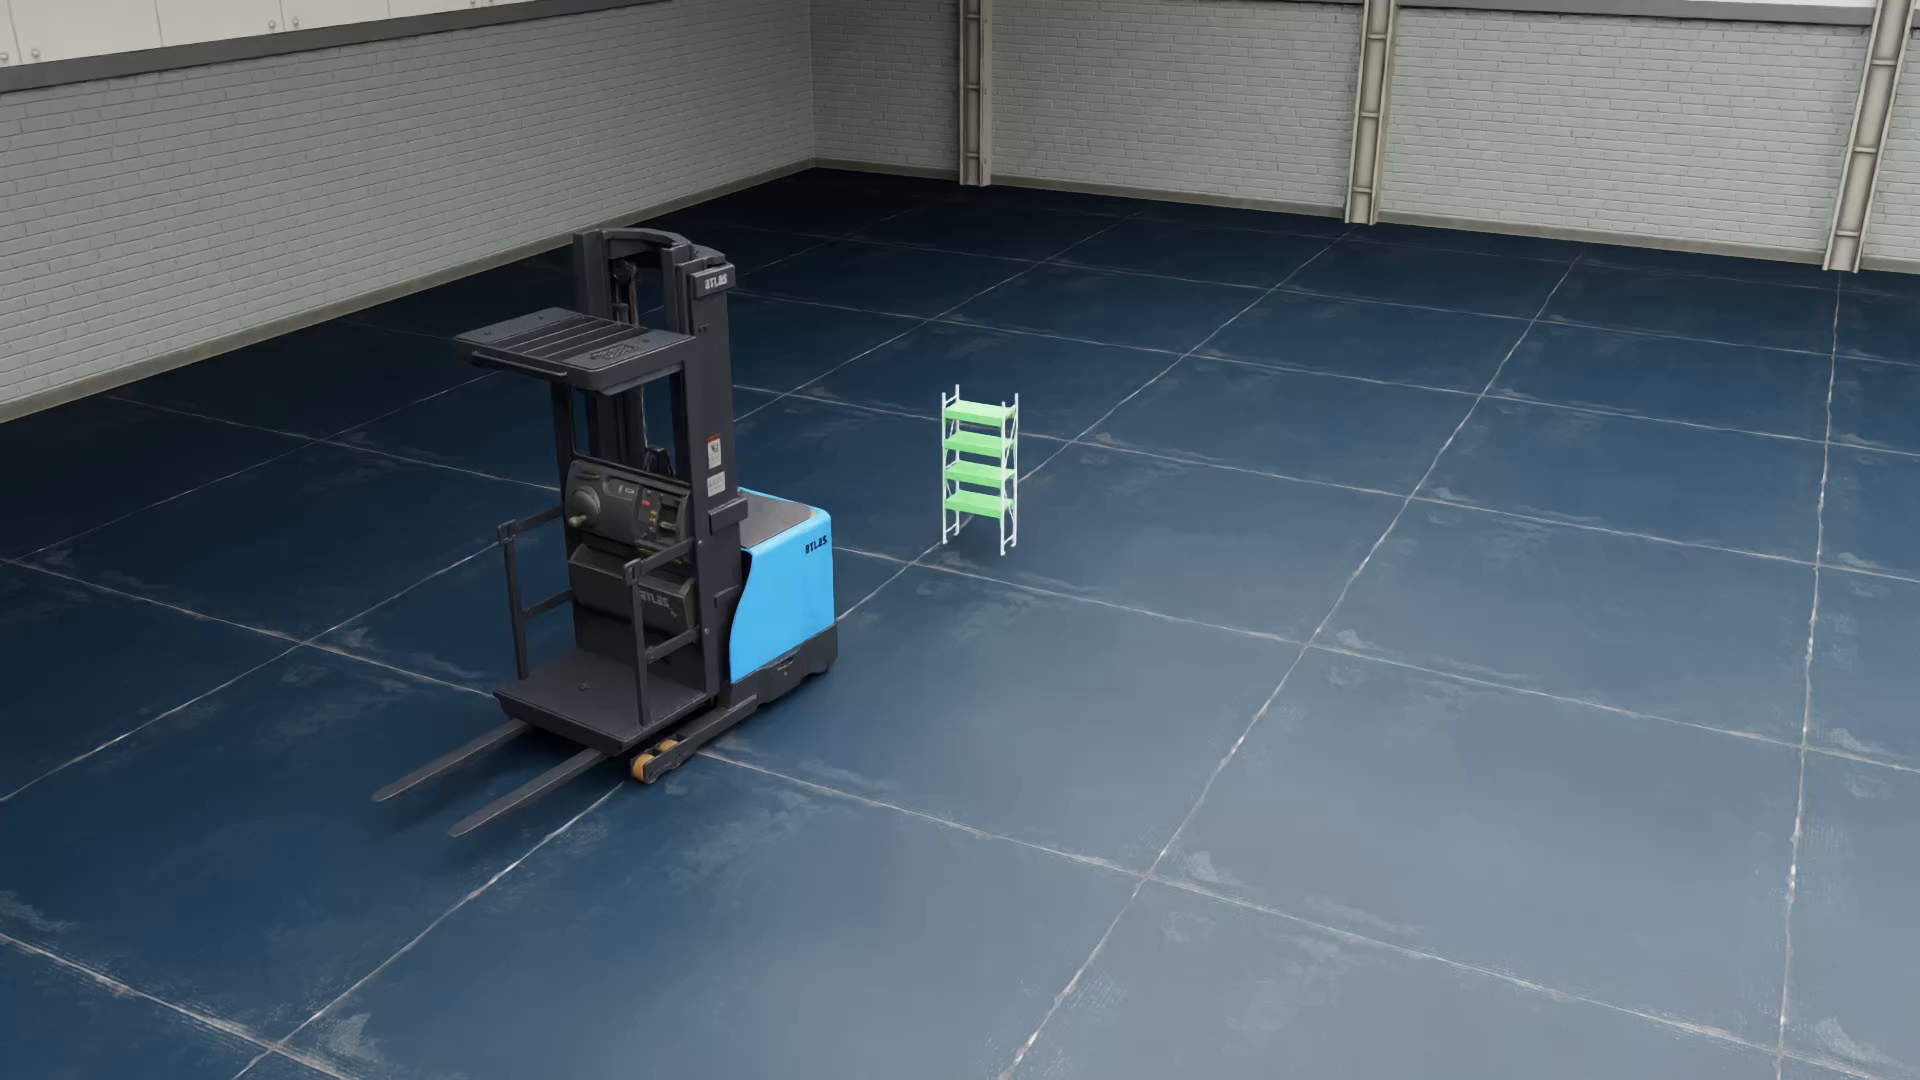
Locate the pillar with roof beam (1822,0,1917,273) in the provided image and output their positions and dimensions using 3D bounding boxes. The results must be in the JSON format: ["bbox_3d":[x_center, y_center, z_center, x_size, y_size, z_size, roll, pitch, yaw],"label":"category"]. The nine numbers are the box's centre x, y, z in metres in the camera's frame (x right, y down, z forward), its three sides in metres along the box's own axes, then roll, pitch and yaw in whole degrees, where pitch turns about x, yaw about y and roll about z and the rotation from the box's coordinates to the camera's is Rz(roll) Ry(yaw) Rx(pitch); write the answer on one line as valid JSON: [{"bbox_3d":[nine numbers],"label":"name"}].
[{"bbox_3d":[9.003,-6.010,15.383,0.400,9.000,9.100,11,25,25],"label":"pillar with roof beam"}]

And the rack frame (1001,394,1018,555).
[{"bbox_3d":[0.365,-0.480,12.345,0.015,1.200,0.240,11,25,25],"label":"rack frame"}]

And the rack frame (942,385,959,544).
[{"bbox_3d":[-0.070,-0.566,12.548,0.015,1.200,0.240,11,25,25],"label":"rack frame"}]

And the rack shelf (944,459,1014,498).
[{"bbox_3d":[0.148,-0.464,12.471,0.480,0.148,0.258,11,25,25],"label":"rack shelf"}]

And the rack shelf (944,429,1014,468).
[{"bbox_3d":[0.148,-0.685,12.378,0.480,0.148,0.258,11,25,25],"label":"rack shelf"}]

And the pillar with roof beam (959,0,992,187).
[{"bbox_3d":[-1.706,-8.129,20.365,0.400,9.000,9.100,11,25,25],"label":"pillar with roof beam"}]

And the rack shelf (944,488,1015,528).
[{"bbox_3d":[0.148,-0.243,12.565,0.480,0.148,0.258,11,25,25],"label":"rack shelf"}]

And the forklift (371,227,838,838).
[{"bbox_3d":[-2.038,-0.173,9.412,1.130,2.935,3.031,15,27,31],"label":"forklift"}]

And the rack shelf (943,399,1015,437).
[{"bbox_3d":[0.148,-0.906,12.284,0.480,0.148,0.258,11,25,25],"label":"rack shelf"}]

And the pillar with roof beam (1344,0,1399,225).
[{"bbox_3d":[3.648,-7.069,17.874,0.400,9.000,9.100,11,25,25],"label":"pillar with roof beam"}]

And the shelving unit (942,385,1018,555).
[{"bbox_3d":[0.148,-0.523,12.446,0.503,1.200,0.258,11,25,25],"label":"shelving unit"}]
